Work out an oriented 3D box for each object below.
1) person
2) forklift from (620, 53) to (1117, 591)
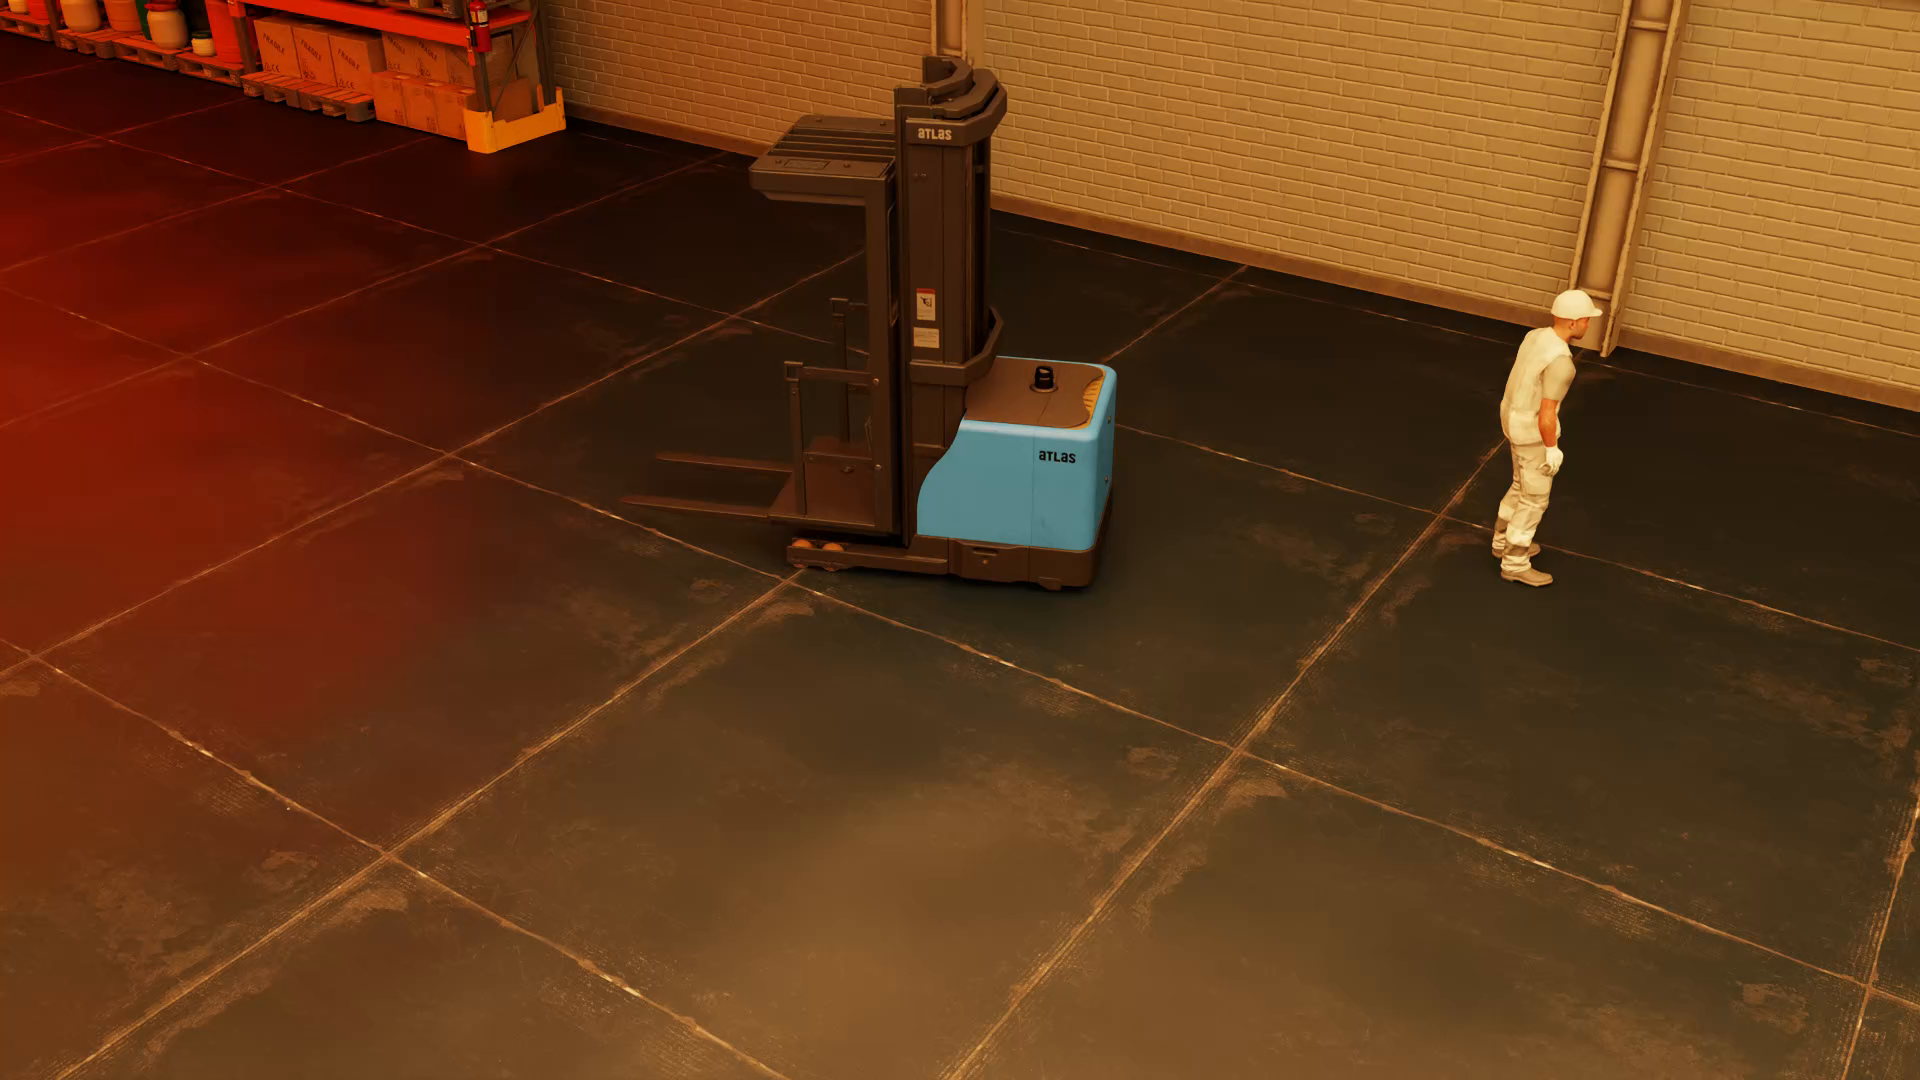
[{"bbox_3d":[3.417,-0.624,9.807,0.451,1.778,0.612,2,30,3],"label":"person"},{"bbox_3d":[-0.596,-1.330,9.871,3.031,2.935,1.130,6,31,10],"label":"forklift"}]
